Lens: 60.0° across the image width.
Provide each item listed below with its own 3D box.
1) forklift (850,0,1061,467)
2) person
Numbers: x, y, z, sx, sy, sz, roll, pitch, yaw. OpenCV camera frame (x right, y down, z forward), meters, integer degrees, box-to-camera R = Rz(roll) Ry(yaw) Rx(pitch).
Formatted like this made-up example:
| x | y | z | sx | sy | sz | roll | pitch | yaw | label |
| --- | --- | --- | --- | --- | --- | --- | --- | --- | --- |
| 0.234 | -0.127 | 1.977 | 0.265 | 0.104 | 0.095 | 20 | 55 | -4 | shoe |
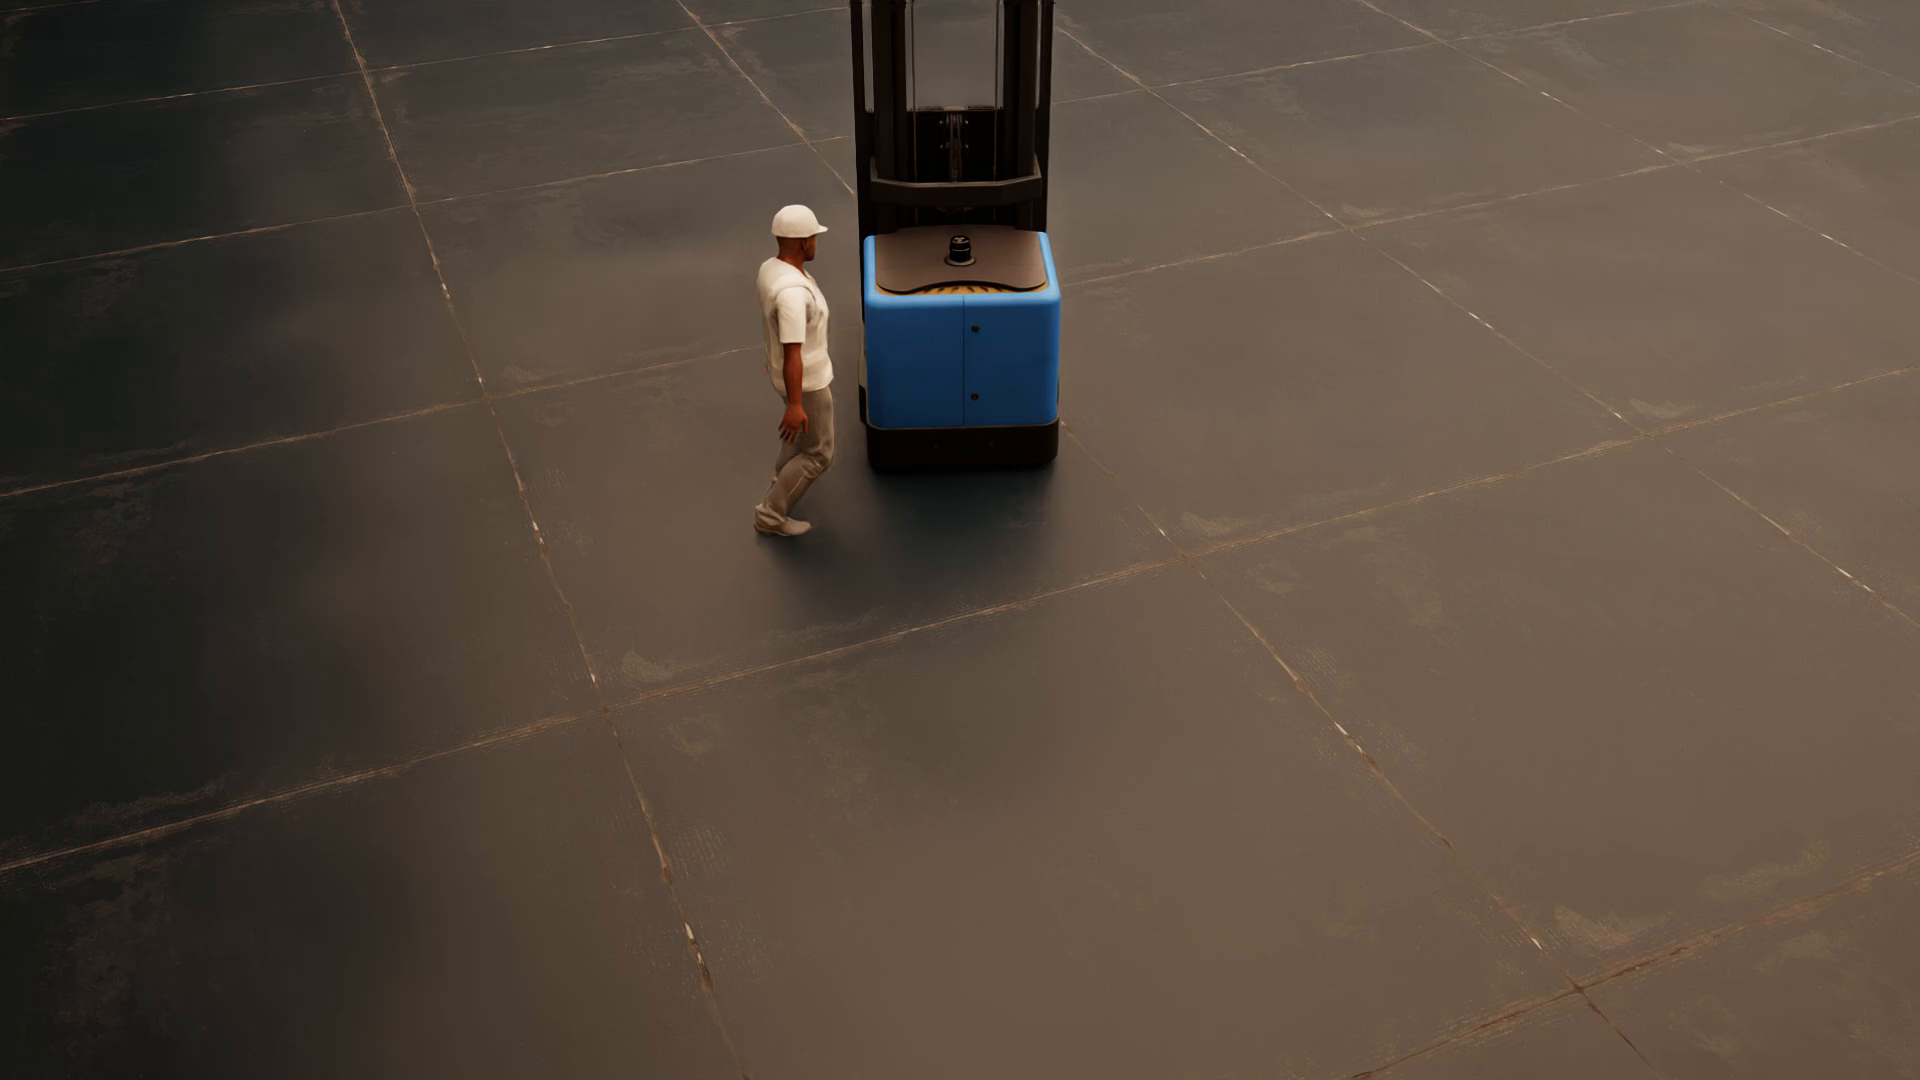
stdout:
| x | y | z | sx | sy | sz | roll | pitch | yaw | label |
| --- | --- | --- | --- | --- | --- | --- | --- | --- | --- |
| -0.058 | -2.422 | 9.504 | 1.130 | 2.935 | 3.031 | -2 | 35 | -2 | forklift |
| -0.854 | -0.810 | 8.335 | 0.504 | 1.720 | 0.912 | -7 | 36 | -10 | person |
